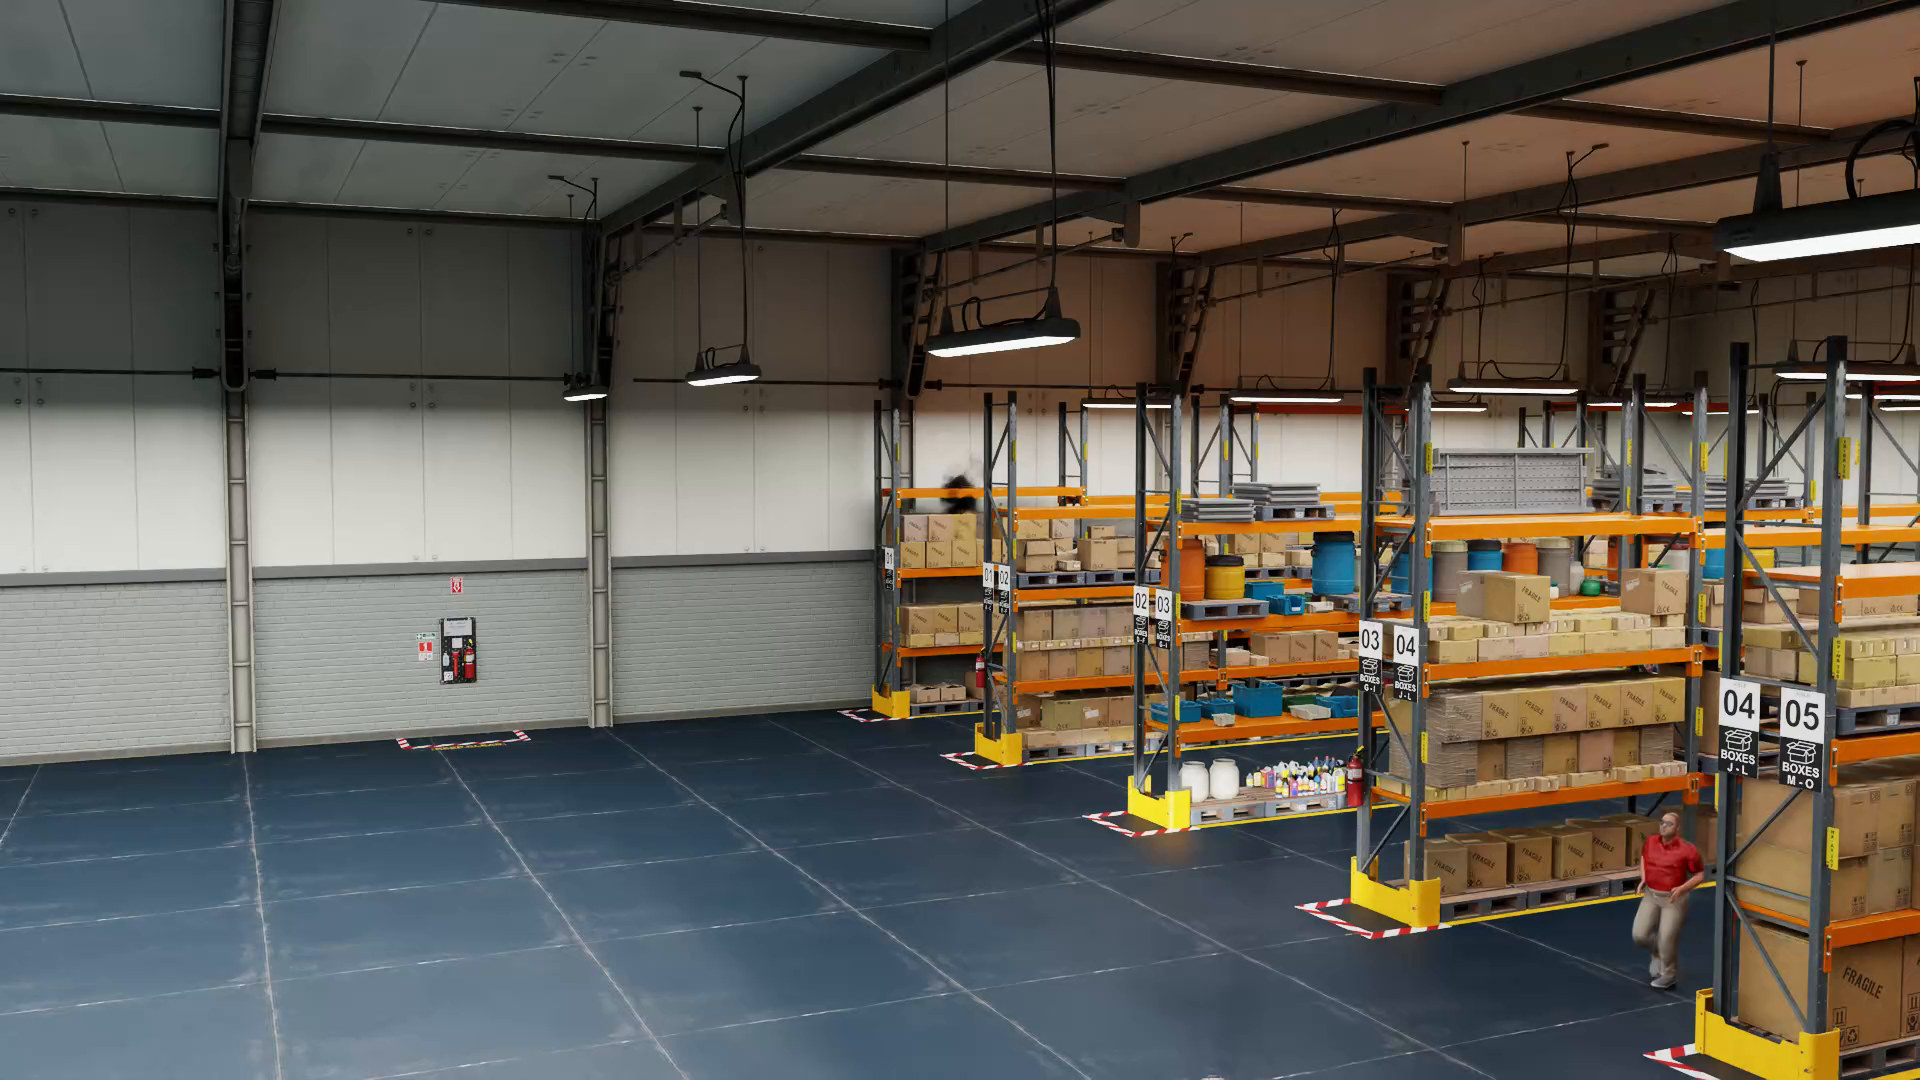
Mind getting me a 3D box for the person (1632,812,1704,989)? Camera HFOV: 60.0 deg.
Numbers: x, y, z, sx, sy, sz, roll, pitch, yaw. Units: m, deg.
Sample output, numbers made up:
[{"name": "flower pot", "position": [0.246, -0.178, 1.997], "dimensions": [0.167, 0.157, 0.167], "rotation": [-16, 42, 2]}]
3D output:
[{"name": "person", "position": [6.656, 3.405, 15.716], "dimensions": [0.569, 1.678, 0.643], "rotation": [-3, 4, -41]}]
